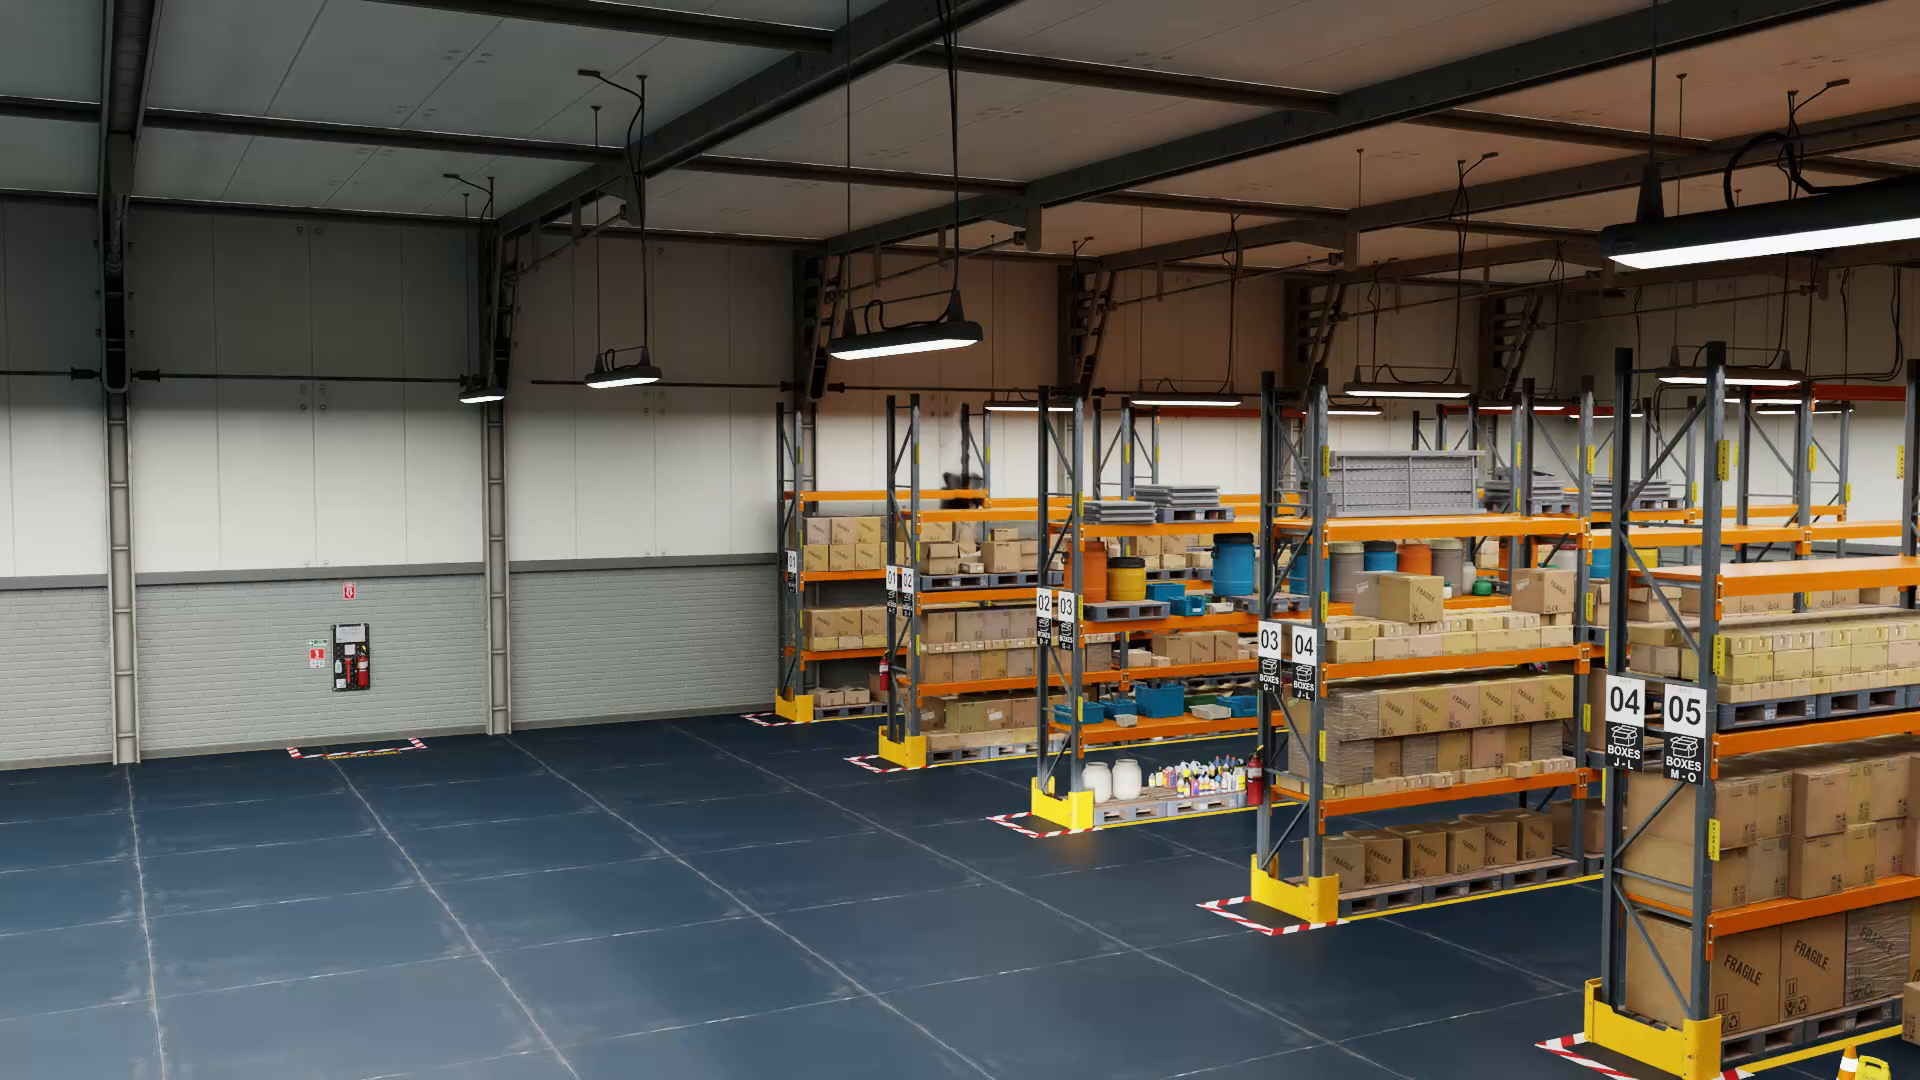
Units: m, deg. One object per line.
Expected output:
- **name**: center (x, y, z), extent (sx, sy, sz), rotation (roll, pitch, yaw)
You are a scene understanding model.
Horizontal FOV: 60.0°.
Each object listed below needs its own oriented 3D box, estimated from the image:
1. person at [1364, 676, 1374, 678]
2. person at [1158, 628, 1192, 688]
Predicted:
- **person**: center (6.805, 2.753, 28.161), extent (0.726, 1.660, 0.613), rotation (-2, 4, -29)
- **person**: center (4.272, 2.410, 32.755), extent (0.869, 1.623, 0.610), rotation (-2, 4, -27)
